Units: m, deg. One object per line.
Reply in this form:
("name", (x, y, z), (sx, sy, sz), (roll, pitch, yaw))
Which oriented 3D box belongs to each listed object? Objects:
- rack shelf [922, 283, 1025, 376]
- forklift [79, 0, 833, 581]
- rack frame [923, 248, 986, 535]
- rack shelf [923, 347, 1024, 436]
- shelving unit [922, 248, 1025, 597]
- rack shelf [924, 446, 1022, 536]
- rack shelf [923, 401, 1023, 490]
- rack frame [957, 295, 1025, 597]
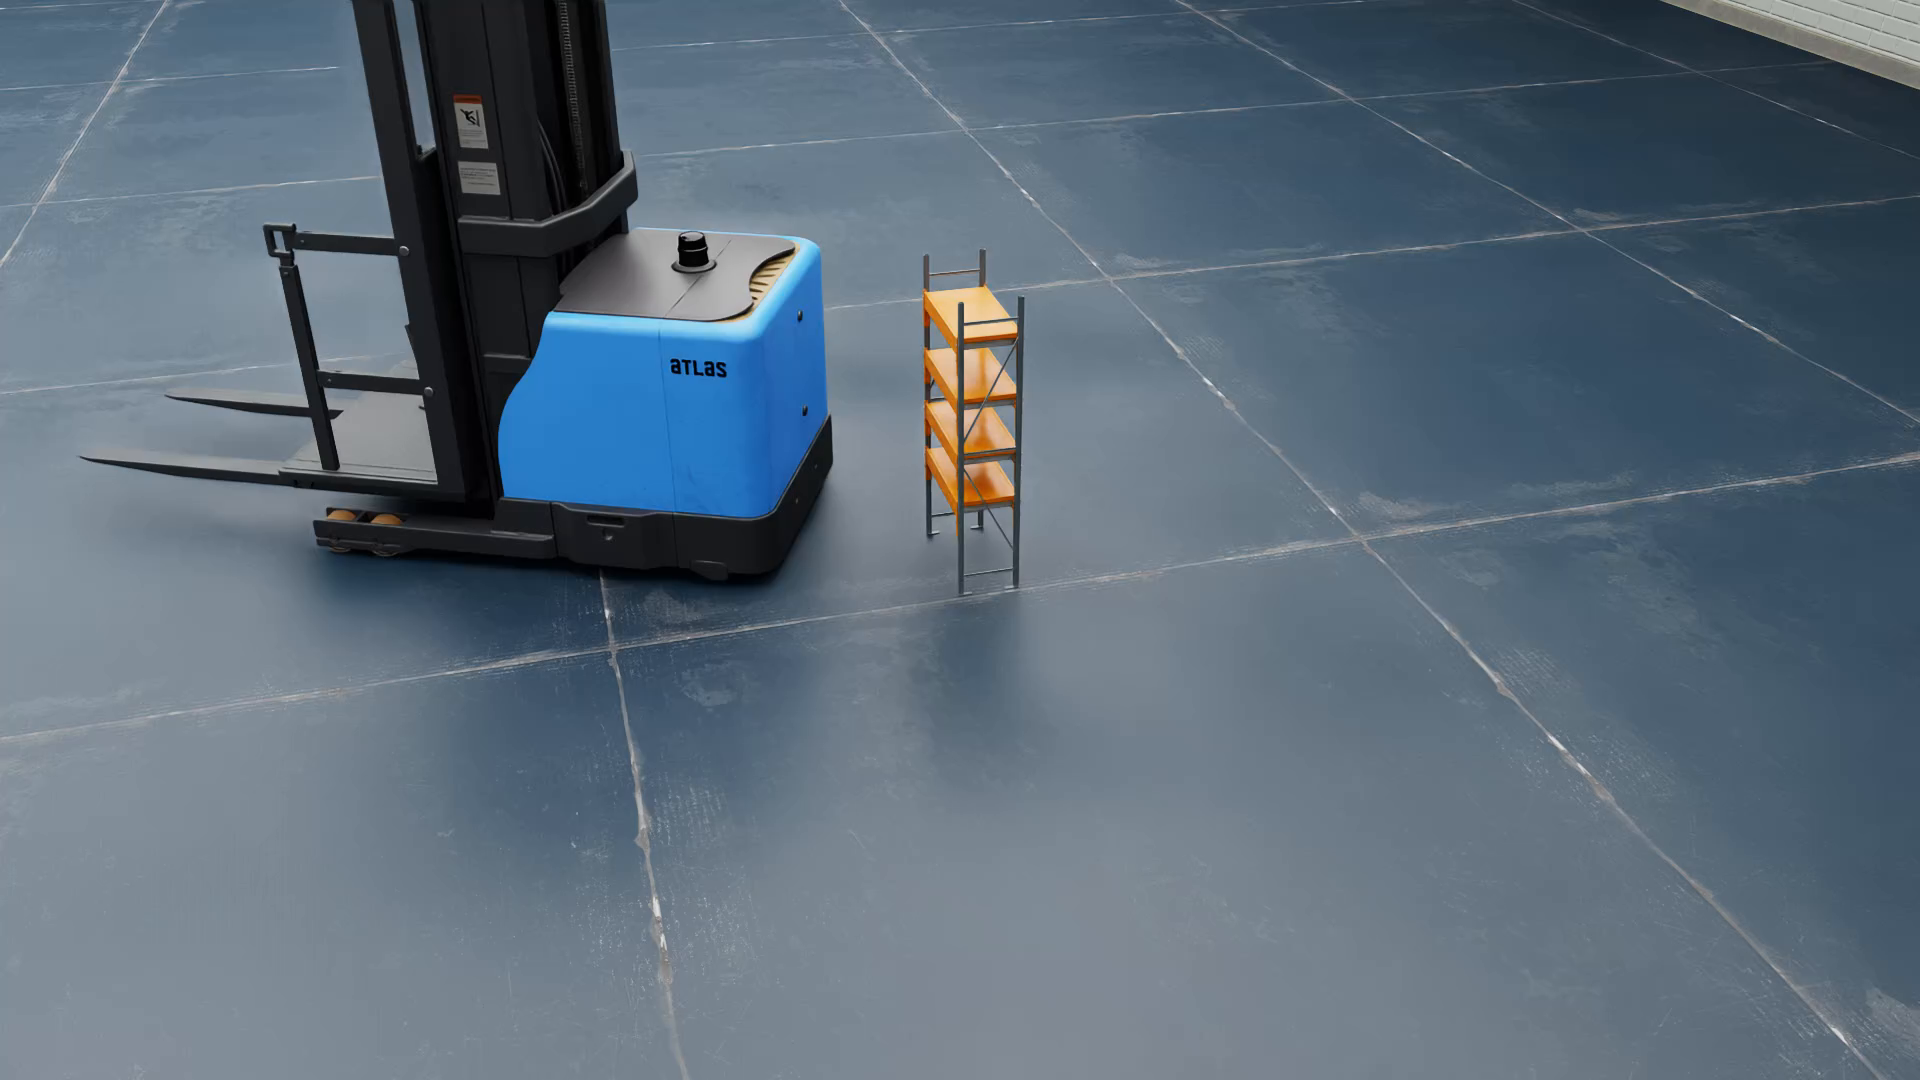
("rack shelf", (0.044, -0.779, 6.114), (0.258, 0.148, 0.480), (-8, 31, -13))
("forklift", (-2.114, -1.456, 6.340), (3.031, 2.935, 1.130), (5, 30, 9))
("rack frame", (-0.021, -0.557, 6.515), (0.240, 1.200, 0.015), (-8, 31, -13))
("rack shelf", (0.044, -0.575, 6.233), (0.258, 0.148, 0.480), (-8, 31, -13))
("shelving unit", (0.044, -0.439, 6.311), (0.258, 1.200, 0.503), (-8, 31, -13))
("rack shelf", (0.044, -0.209, 6.444), (0.258, 0.148, 0.480), (-8, 31, -13))
("rack shelf", (0.044, -0.381, 6.345), (0.258, 0.148, 0.480), (-8, 31, -13))
("rack frame", (0.109, -0.321, 6.108), (0.240, 1.200, 0.015), (-8, 31, -13))
